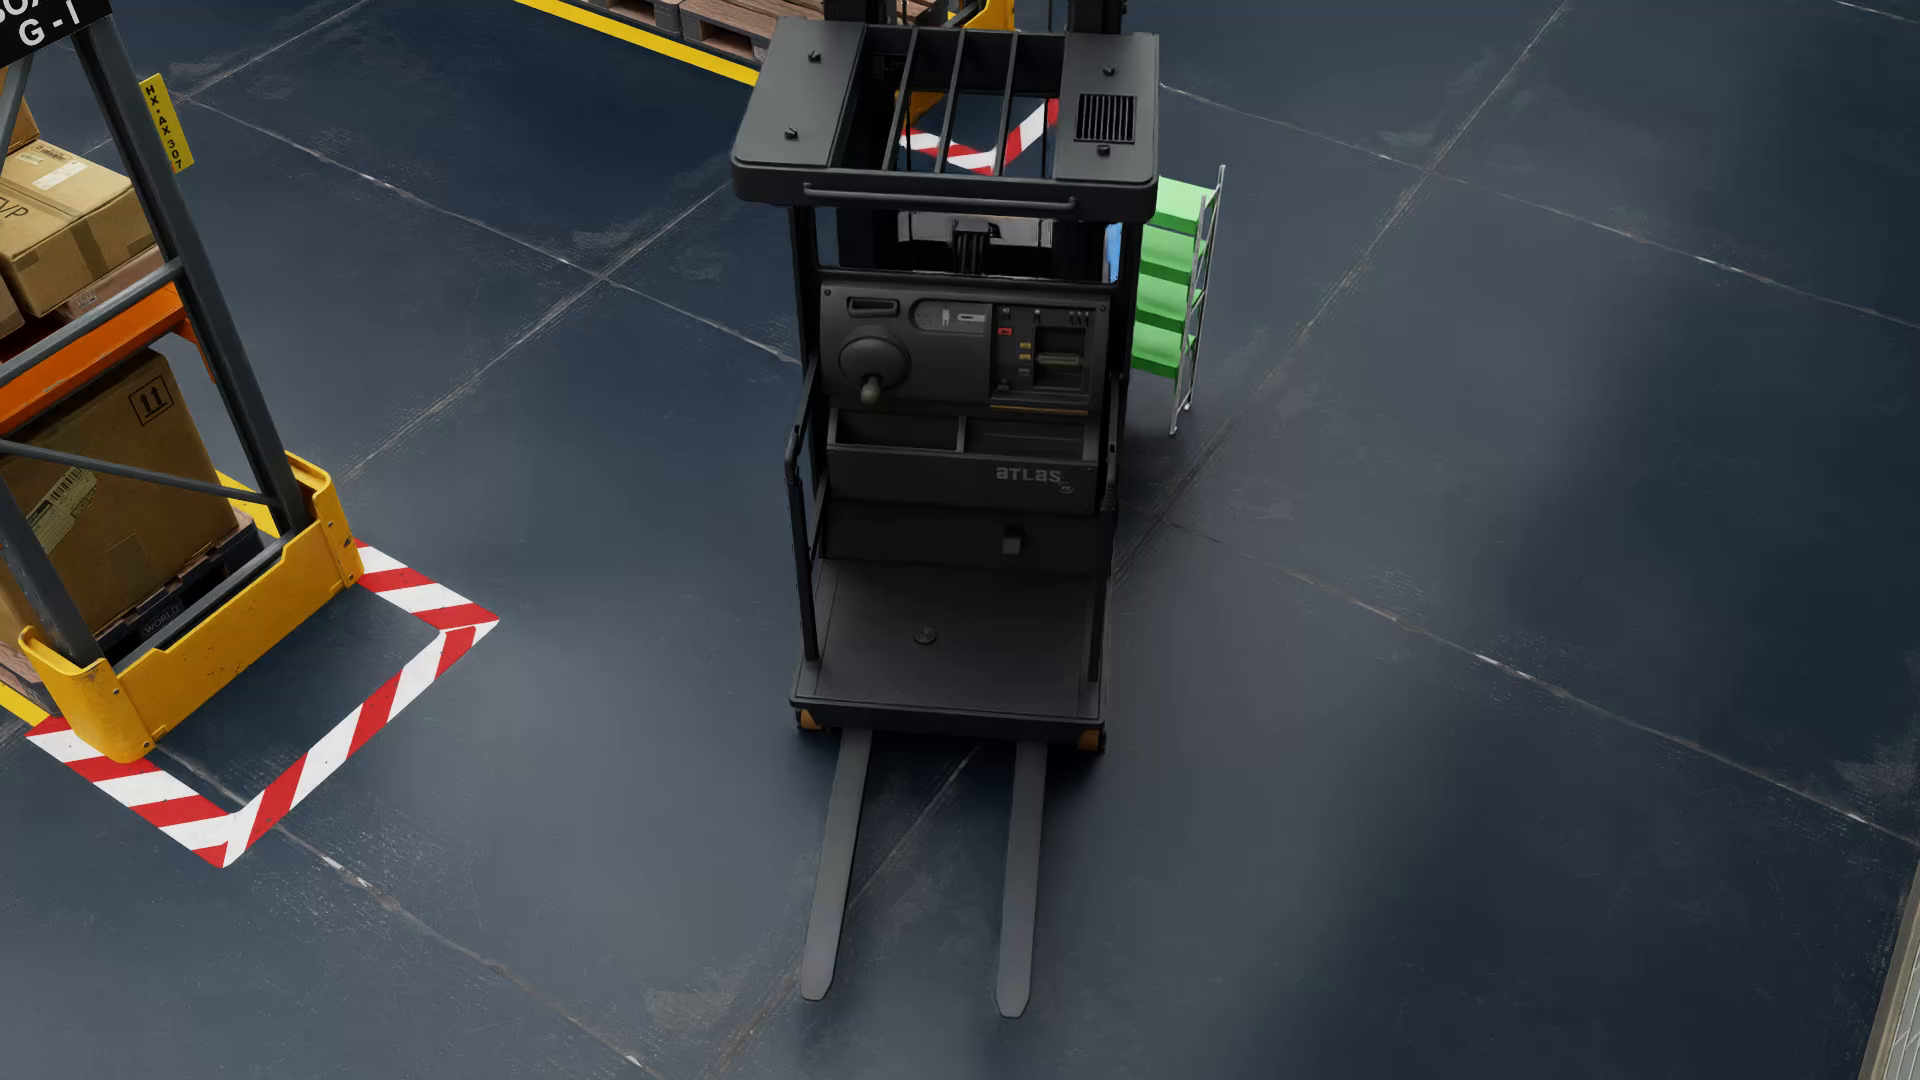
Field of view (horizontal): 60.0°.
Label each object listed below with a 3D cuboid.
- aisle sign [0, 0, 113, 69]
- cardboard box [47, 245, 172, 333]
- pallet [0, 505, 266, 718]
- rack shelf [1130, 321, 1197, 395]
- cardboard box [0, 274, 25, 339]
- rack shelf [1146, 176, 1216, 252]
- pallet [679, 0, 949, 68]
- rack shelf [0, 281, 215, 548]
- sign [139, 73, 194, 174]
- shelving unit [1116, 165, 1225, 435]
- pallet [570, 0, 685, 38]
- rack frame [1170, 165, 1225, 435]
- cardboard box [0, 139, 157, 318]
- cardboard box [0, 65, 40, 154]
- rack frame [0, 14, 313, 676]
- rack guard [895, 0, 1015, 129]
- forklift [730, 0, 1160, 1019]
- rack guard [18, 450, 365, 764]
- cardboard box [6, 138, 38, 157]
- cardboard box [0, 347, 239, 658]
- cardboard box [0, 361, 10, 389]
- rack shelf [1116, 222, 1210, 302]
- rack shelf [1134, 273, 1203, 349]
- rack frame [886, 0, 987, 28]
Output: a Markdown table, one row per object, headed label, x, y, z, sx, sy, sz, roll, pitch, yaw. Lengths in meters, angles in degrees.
| label | x | y | z | sx | sy | sz | roll | pitch | yaw |
| --- | --- | --- | --- | --- | --- | --- | --- | --- | --- |
| aisle sign | -2.606 | -1.711 | 4.509 | 0.004 | 0.787 | 0.394 | 25 | 51 | 22 |
| cardboard box | -2.950 | -0.901 | 5.709 | 0.250 | 0.149 | 0.380 | 25 | 51 | 23 |
| pallet | -3.544 | 0.057 | 6.547 | 1.213 | 0.211 | 1.003 | 25 | 51 | 22 |
| rack shelf | 0.746 | -0.817 | 7.125 | 0.480 | 0.148 | 0.258 | 19 | 47 | 17 |
| cardboard box | -3.380 | -0.731 | 5.266 | 0.500 | 0.250 | 0.500 | 24 | 50 | 22 |
| rack shelf | 0.756 | -1.332 | 6.623 | 0.480 | 0.148 | 0.258 | 19 | 47 | 17 |
| pallet | -0.828 | -3.013 | 9.531 | 1.213 | 0.211 | 1.003 | 25 | 51 | 22 |
| rack shelf | -4.512 | -1.176 | 6.303 | 4.000 | 0.370 | 1.077 | 25 | 51 | 22 |
| sign | -2.524 | -1.314 | 5.277 | 0.005 | 0.325 | 0.100 | 25 | 51 | 22 |
| shelving unit | 0.750 | -1.034 | 6.913 | 0.503 | 1.200 | 0.258 | 19 | 47 | 17 |
| pallet | -1.851 | -3.486 | 9.990 | 1.213 | 0.211 | 1.003 | 25 | 51 | 22 |
| rack frame | 0.971 | -0.960 | 6.841 | 0.015 | 1.200 | 0.240 | 19 | 47 | 17 |
| cardboard box | -3.087 | -1.052 | 5.578 | 0.500 | 0.250 | 0.500 | 23 | 50 | 21 |
| cardboard box | -3.508 | -1.507 | 5.497 | 0.500 | 0.500 | 0.500 | 24 | 50 | 21 |
| rack frame | -2.829 | -0.652 | 5.292 | 0.127 | 3.000 | 1.000 | 25 | 51 | 22 |
| rack guard | -0.128 | -2.770 | 9.093 | 0.348 | 0.500 | 1.175 | 25 | 51 | 22 |
| forklift | -0.006 | -0.522 | 5.214 | 1.130 | 2.935 | 3.031 | 4 | 46 | 4 |
| rack guard | -2.809 | 0.228 | 6.180 | 0.348 | 0.500 | 1.175 | 25 | 51 | 22 |
| cardboard box | -3.528 | -1.250 | 5.770 | 0.500 | 0.250 | 0.500 | 24 | 51 | 22 |
| cardboard box | -3.411 | -0.258 | 6.097 | 0.875 | 0.875 | 0.875 | 25 | 51 | 22 |
| cardboard box | -3.307 | -0.504 | 5.323 | 0.250 | 0.149 | 0.380 | 26 | 51 | 23 |
| rack shelf | 0.753 | -1.161 | 6.790 | 0.480 | 0.148 | 0.258 | 19 | 47 | 17 |
| rack shelf | 0.749 | -0.989 | 6.957 | 0.480 | 0.148 | 0.258 | 19 | 47 | 17 |
| rack frame | -0.155 | -3.642 | 8.198 | 0.127 | 3.000 | 1.000 | 25 | 51 | 22 |
